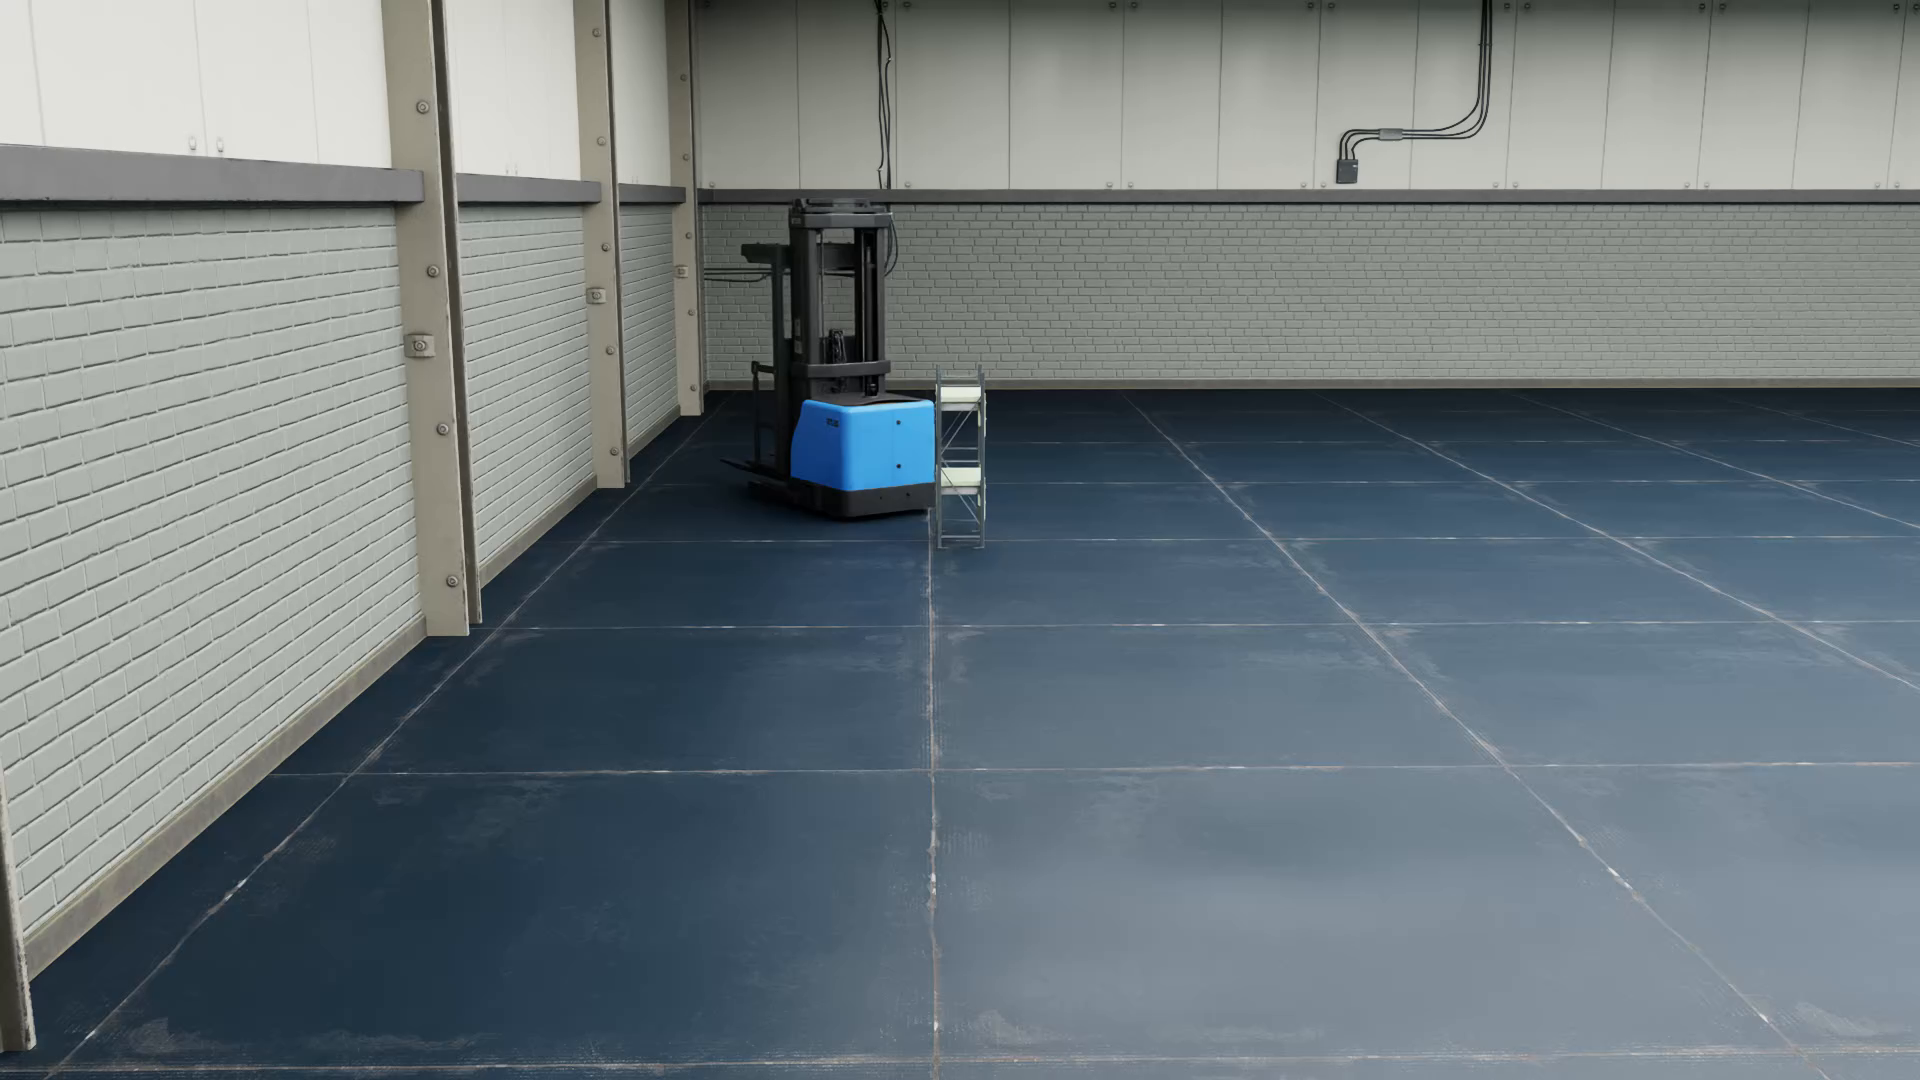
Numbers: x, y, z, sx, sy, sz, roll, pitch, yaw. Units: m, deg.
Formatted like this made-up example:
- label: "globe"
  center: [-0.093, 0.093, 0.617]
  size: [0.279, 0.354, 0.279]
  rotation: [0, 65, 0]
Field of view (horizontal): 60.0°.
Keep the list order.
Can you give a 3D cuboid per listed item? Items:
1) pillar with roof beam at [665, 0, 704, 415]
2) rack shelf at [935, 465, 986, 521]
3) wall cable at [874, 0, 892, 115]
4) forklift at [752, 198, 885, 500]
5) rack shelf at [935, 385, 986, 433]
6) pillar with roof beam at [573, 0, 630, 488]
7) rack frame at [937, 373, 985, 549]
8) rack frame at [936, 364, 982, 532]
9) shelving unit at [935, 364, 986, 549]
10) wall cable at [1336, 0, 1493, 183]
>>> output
- label: "pillar with roof beam"
  center: [0.537, -6.199, 22.481]
  size: [9.100, 9.000, 0.400]
  rotation: [0, 11, -1]
- label: "rack shelf"
  center: [0.000, -0.417, 14.481]
  size: [0.431, 0.370, 0.720]
  rotation: [0, 11, -1]
- label: "wall cable"
  center: [0.199, -7.737, 25.169]
  size: [3.097, 2.526, 0.112]
  rotation: [0, 11, -1]
- label: "forklift"
  center: [-1.456, -1.878, 16.444]
  size: [1.121, 2.935, 3.031]
  rotation: [-8, 14, -33]
- label: "rack shelf"
  center: [0.000, -1.119, 14.339]
  size: [0.431, 0.370, 0.720]
  rotation: [0, 11, -1]
- label: "pillar with roof beam"
  center: [0.661, -5.006, 16.602]
  size: [9.100, 9.000, 0.400]
  rotation: [0, 11, -1]
- label: "rack frame"
  center: [0.007, -0.664, 14.058]
  size: [0.400, 1.500, 0.023]
  rotation: [0, 11, -1]
- label: "rack frame"
  center: [-0.008, -0.809, 14.775]
  size: [0.400, 1.500, 0.023]
  rotation: [0, 11, -1]
- label: "shelving unit"
  center: [0.000, -0.736, 14.417]
  size: [0.431, 1.500, 0.755]
  rotation: [0, 11, -1]
- label: "wall cable"
  center: [6.986, -8.475, 25.146]
  size: [2.305, 6.003, 0.169]
  rotation: [0, 11, -1]
